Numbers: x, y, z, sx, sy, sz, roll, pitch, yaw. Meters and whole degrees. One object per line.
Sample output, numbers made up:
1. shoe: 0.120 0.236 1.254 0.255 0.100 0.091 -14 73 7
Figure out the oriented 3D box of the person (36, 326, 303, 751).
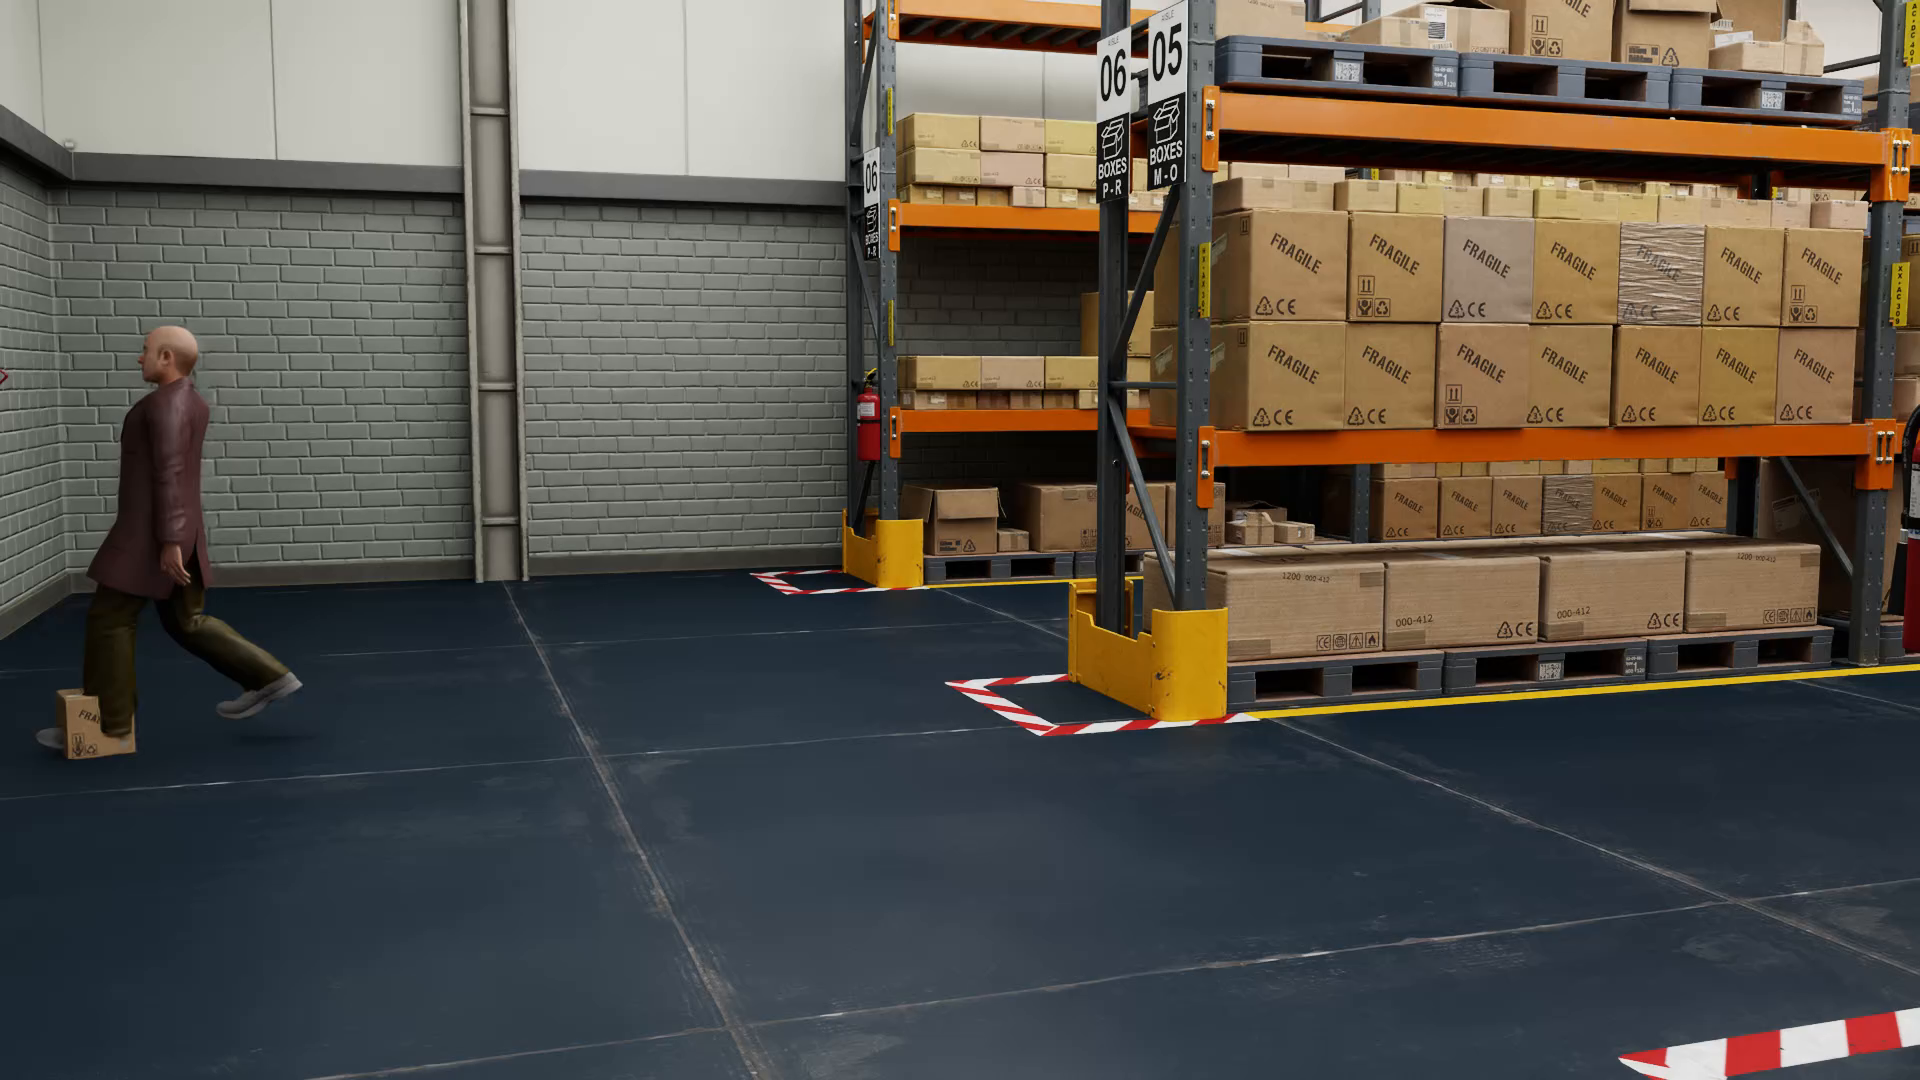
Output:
1. person: -3.315 -0.018 6.950 0.993 1.743 0.601 -1 6 -8
